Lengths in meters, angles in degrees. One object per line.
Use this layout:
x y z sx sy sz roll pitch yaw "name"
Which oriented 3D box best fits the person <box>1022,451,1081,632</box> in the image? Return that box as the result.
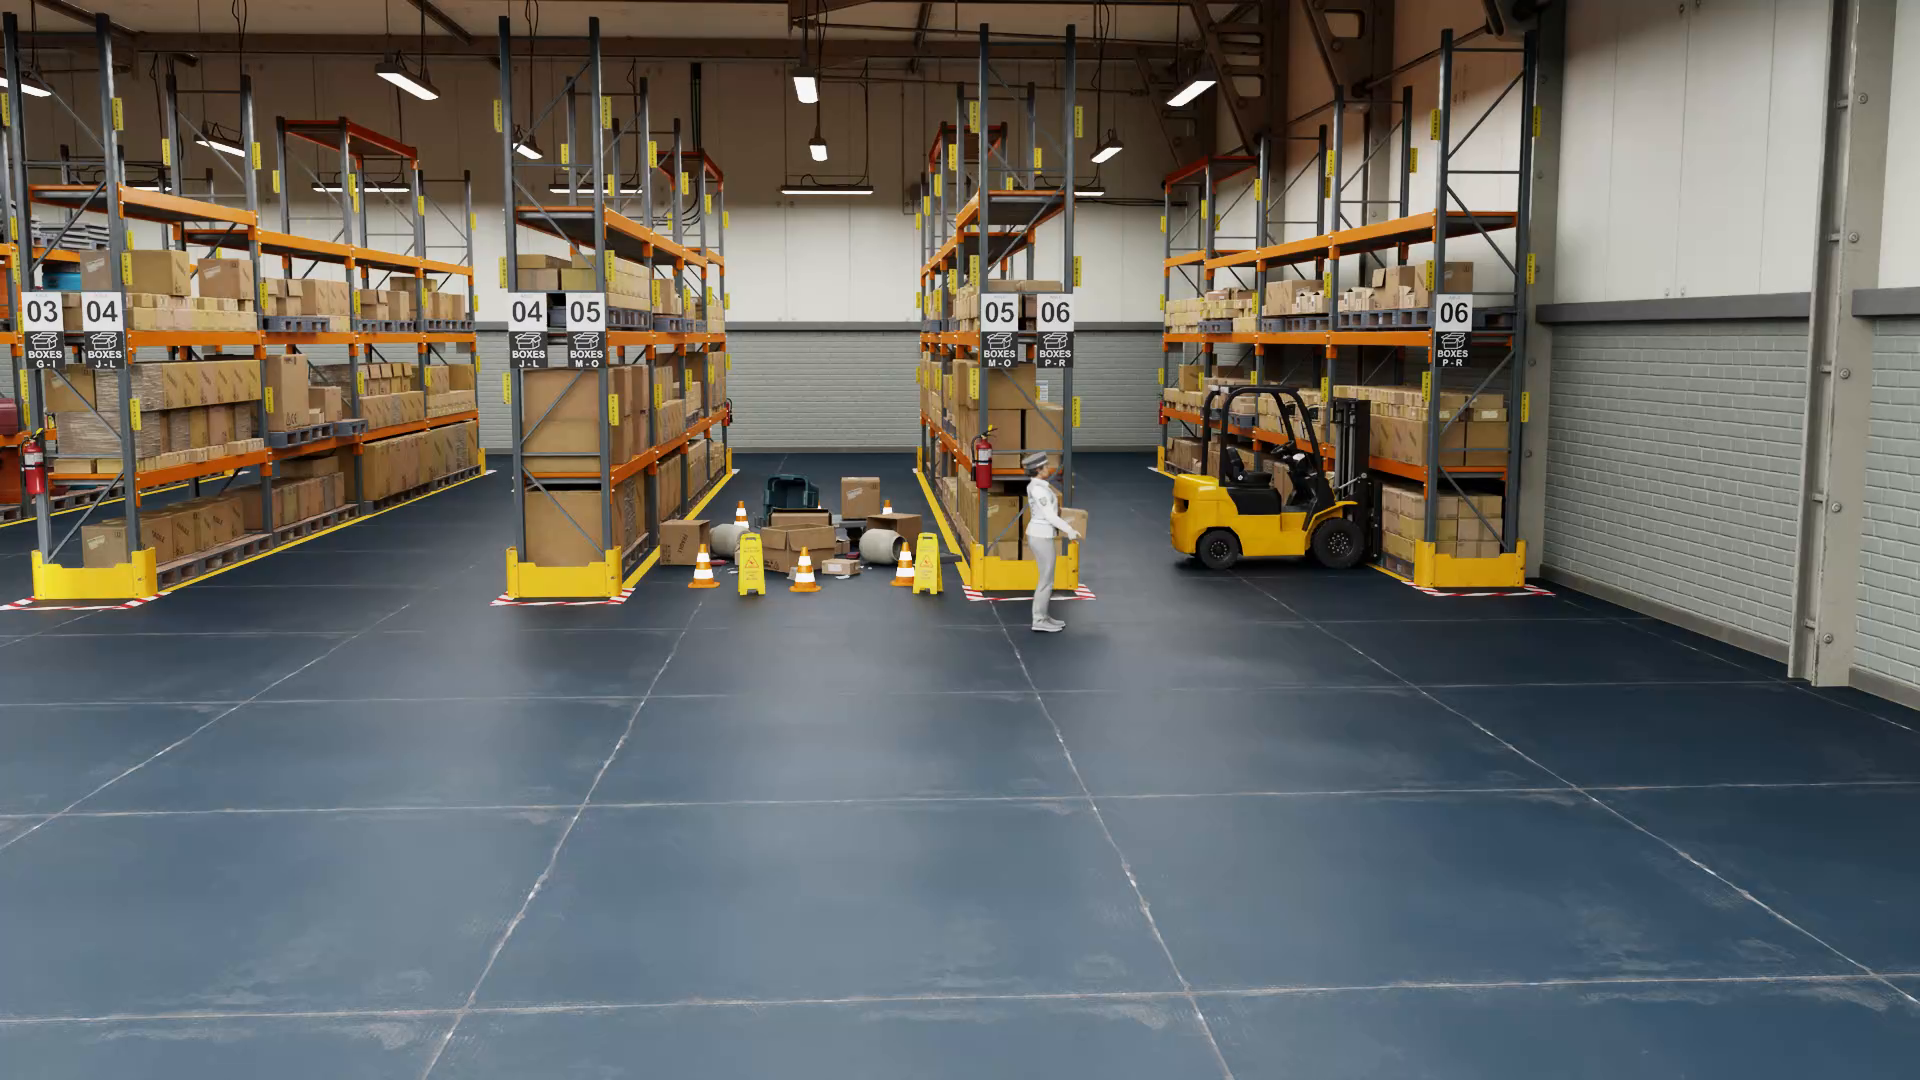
0.850 0.006 15.616 0.546 1.687 0.459 0 7 -3 "person"
